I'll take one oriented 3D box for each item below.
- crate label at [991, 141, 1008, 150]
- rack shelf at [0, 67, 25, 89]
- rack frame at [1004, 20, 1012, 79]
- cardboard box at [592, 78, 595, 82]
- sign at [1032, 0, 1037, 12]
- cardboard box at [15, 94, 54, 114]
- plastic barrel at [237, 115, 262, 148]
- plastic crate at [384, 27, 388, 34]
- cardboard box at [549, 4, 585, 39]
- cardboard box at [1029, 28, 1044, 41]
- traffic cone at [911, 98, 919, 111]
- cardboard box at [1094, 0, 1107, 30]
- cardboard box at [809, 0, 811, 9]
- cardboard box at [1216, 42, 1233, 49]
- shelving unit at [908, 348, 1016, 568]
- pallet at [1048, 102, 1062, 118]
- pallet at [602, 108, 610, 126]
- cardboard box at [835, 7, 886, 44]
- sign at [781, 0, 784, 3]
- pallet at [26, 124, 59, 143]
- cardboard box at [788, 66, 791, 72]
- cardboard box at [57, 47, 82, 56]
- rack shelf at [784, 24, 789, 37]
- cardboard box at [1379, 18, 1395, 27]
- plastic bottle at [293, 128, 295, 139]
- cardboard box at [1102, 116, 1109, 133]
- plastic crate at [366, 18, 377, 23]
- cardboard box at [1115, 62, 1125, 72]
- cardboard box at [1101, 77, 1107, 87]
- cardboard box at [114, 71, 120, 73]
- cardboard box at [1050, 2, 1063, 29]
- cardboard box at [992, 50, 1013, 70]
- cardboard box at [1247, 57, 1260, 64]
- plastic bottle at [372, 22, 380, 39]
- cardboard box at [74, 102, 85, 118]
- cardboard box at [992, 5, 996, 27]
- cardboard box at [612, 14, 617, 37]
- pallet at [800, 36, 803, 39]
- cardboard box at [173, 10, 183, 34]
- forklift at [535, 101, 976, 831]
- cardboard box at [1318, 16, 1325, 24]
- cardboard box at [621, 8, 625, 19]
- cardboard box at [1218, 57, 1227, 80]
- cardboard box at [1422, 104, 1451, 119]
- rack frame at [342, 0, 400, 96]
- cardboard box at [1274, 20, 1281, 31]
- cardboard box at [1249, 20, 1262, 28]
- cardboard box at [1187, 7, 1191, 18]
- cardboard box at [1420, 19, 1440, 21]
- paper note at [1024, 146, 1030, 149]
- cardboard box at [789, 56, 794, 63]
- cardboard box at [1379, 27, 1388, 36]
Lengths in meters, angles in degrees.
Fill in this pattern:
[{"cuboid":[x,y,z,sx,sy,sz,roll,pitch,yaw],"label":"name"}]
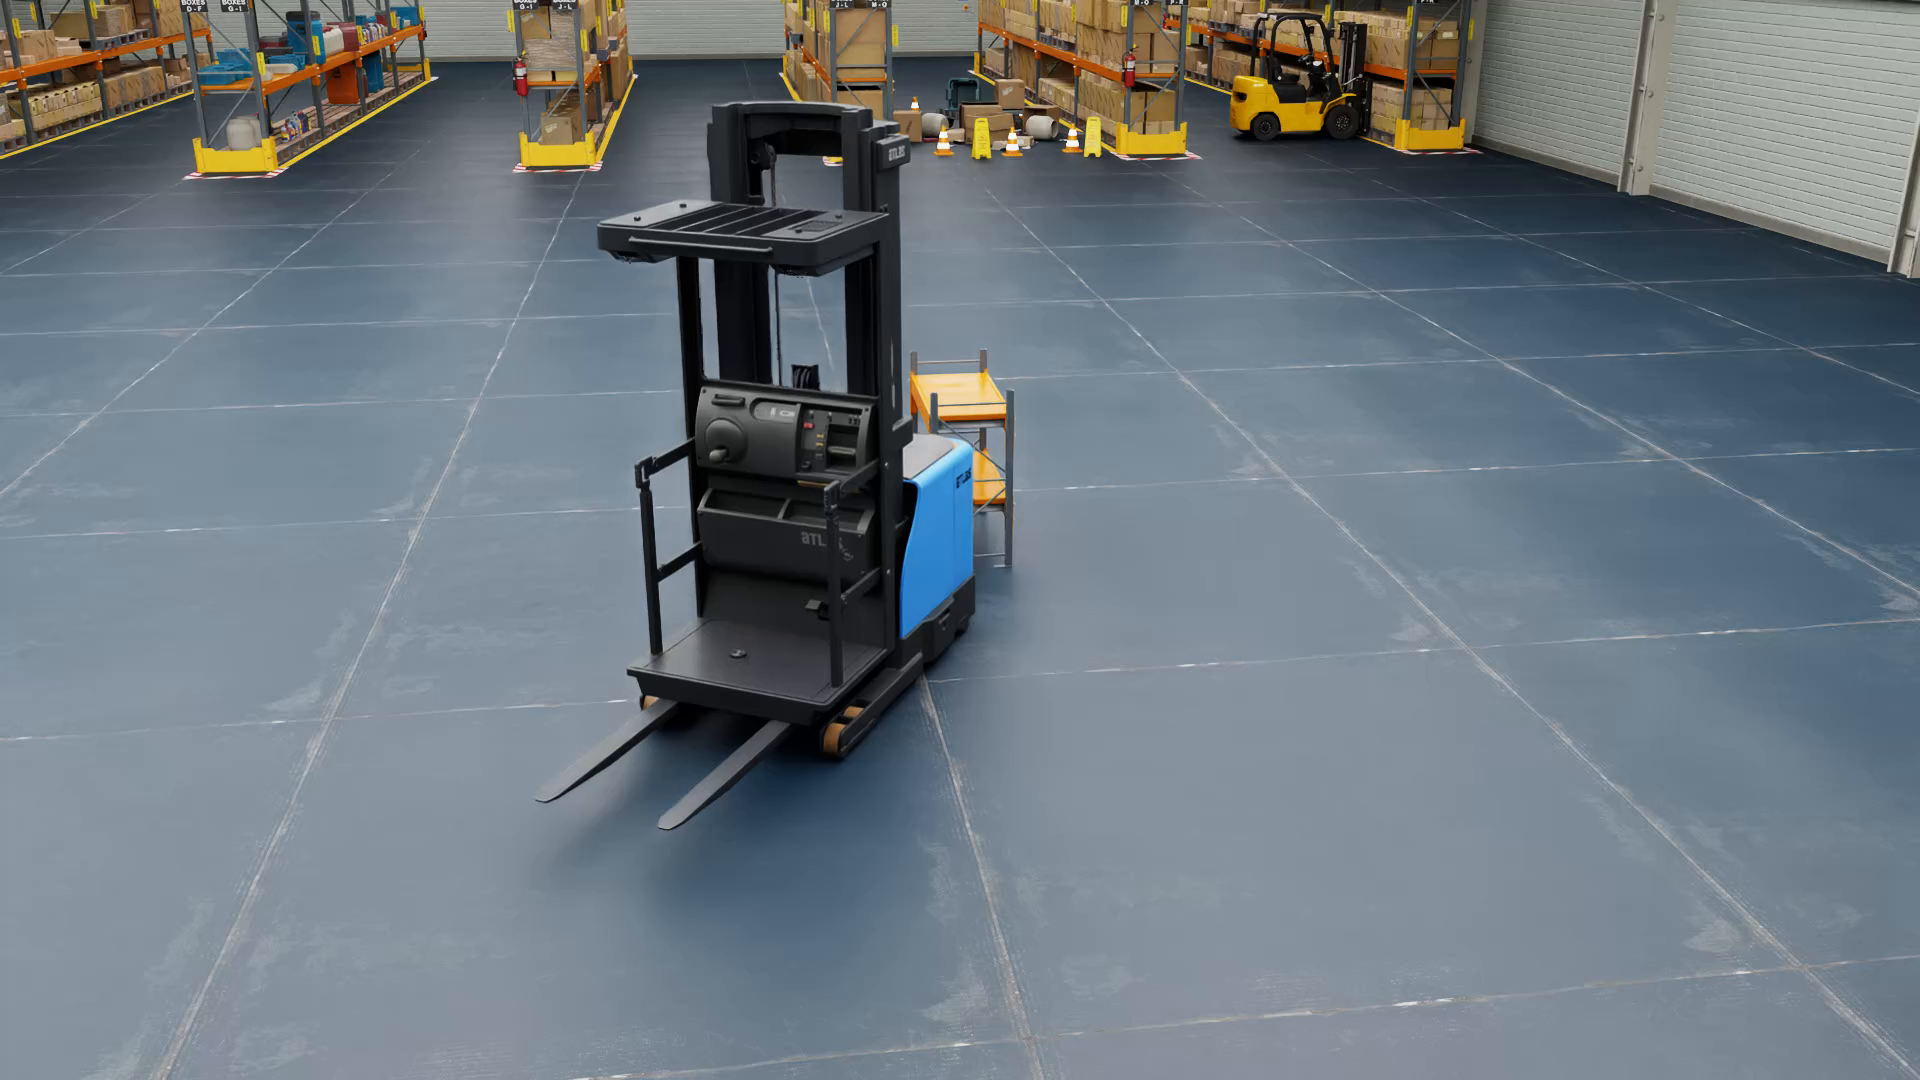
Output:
[{"cuboid":[0.714,-6.854,28.872,0.250,0.136,0.298,-15,25,-35],"label":"crate label"},{"cuboid":[-16.622,-7.373,27.199,1.077,0.370,4.000,-3,21,-8],"label":"rack shelf"},{"cuboid":[1.546,-12.171,39.016,1.000,3.000,0.127,-3,21,-8],"label":"rack frame"},{"cuboid":[-7.471,-9.259,33.091,0.500,0.250,0.500,-1,20,-2],"label":"cardboard box"},{"cuboid":[1.574,-11.299,35.027,0.100,0.325,0.005,-3,21,-8],"label":"sign"},{"cuboid":[-16.790,-7.903,30.118,0.500,0.311,0.500,-3,21,-8],"label":"cardboard box"},{"cuboid":[-11.674,-6.695,27.311,0.421,0.512,0.421,0,20,0],"label":"plastic barrel"},{"cuboid":[-13.087,-11.494,37.495,0.396,0.136,0.243,-3,21,-8],"label":"plastic crate"},{"cuboid":[-6.340,-8.375,26.856,0.500,0.500,0.500,-3,21,-8],"label":"cardboard box"},{"cuboid":[1.793,-10.878,35.768,0.500,0.250,0.500,-4,21,-10],"label":"cardboard box"},{"cuboid":[-0.883,-8.468,32.728,0.336,0.463,0.334,-3,21,-8],"label":"traffic cone"},{"cuboid":[2.746,-9.184,29.020,0.700,0.500,0.500,-3,21,-8],"label":"cardboard box"},{"cuboid":[-2.706,-10.861,33.936,0.700,0.500,0.500,-3,21,-8],"label":"cardboard box"},{"cuboid":[6.306,-11.757,39.527,0.380,0.149,0.250,-3,21,-9],"label":"cardboard box"},{"cuboid":[-0.001,-0.529,10.526,0.538,1.125,1.048,-3,21,-8],"label":"shelving unit"},{"cuboid":[2.407,-8.788,33.942,1.003,0.211,1.213,-3,21,-8],"label":"pallet"},{"cuboid":[-7.400,-8.288,32.604,1.003,0.211,1.213,-3,21,-8],"label":"pallet"},{"cuboid":[-1.623,-8.438,27.264,0.875,0.550,0.550,-3,21,-8],"label":"cardboard box"},{"cuboid":[-4.451,-13.649,41.737,0.100,0.325,0.005,-3,21,-8],"label":"sign"},{"cuboid":[-17.055,-7.350,30.093,1.003,0.211,1.213,-3,21,-8],"label":"pallet"},{"cuboid":[-4.065,-11.669,41.145,0.380,0.149,0.250,-3,21,-7],"label":"cardboard box"},{"cuboid":[-17.084,-9.373,31.883,0.380,0.149,0.250,-3,21,-8],"label":"cardboard box"},{"cuboid":[-3.626,-12.242,40.233,1.077,0.370,4.000,-3,21,-8],"label":"rack shelf"},{"cuboid":[7.687,-9.219,29.617,0.380,0.149,0.250,-2,21,-6],"label":"cardboard box"},{"cuboid":[-11.463,-6.993,28.522,0.097,0.201,0.097,0,20,0],"label":"plastic bottle"},{"cuboid":[2.827,-7.371,29.493,0.500,0.250,0.500,-3,21,-8],"label":"cardboard box"},{"cuboid":[-13.795,-12.094,38.963,0.416,0.233,0.300,-3,21,-8],"label":"plastic crate"},{"cuboid":[2.864,-8.099,28.473,0.380,0.149,0.250,-3,21,-8],"label":"cardboard box"},{"cuboid":[2.714,-8.146,29.571,0.380,0.149,0.250,-2,21,-5],"label":"cardboard box"},{"cuboid":[-18.082,-9.671,35.265,0.500,0.500,0.500,-3,21,-7],"label":"cardboard box"},{"cuboid":[2.124,-10.638,33.743,0.500,0.500,0.500,-3,21,-7],"label":"cardboard box"},{"cuboid":[1.304,-12.012,41.653,0.875,0.438,0.875,-2,21,-6],"label":"cardboard box"},{"cuboid":[6.648,-10.712,37.154,0.380,0.149,0.250,-4,21,-10],"label":"cardboard box"},{"cuboid":[-12.678,-11.032,36.038,0.144,0.351,0.185,-3,21,-8],"label":"plastic bottle"},{"cuboid":[-17.022,-8.174,31.644,0.500,0.250,0.500,-2,21,-7],"label":"cardboard box"},{"cuboid":[1.060,-12.717,40.334,0.500,0.500,0.500,-3,21,-9],"label":"cardboard box"},{"cuboid":[-7.776,-11.218,36.320,0.500,0.500,0.500,-3,21,-8],"label":"cardboard box"},{"cuboid":[-3.087,-11.095,36.409,1.003,0.211,1.213,-3,21,-8],"label":"pallet"},{"cuboid":[-18.014,-11.760,37.773,0.500,0.500,0.500,-3,21,-8],"label":"cardboard box"},{"cuboid":[-0.939,-0.501,7.868,1.130,2.935,3.031,8,22,21],"label":"forklift"},{"cuboid":[7.304,-10.286,32.900,0.380,0.149,0.250,-3,21,-8],"label":"cardboard box"},{"cuboid":[-8.432,-12.795,40.476,0.500,0.250,0.500,-3,21,-9],"label":"cardboard box"},{"cuboid":[6.391,-11.086,39.082,0.500,0.500,0.500,-3,21,-8],"label":"cardboard box"},{"cuboid":[8.325,-7.584,29.349,0.500,0.250,0.500,-3,21,-7],"label":"cardboard box"},{"cuboid":[-13.161,-11.421,37.009,1.000,3.000,0.127,-3,21,-8],"label":"rack frame"},{"cuboid":[6.928,-10.862,35.012,0.500,0.250,0.500,-2,21,-6],"label":"cardboard box"},{"cuboid":[6.560,-11.325,36.509,0.380,0.149,0.250,-3,21,-7],"label":"cardboard box"},{"cuboid":[5.924,-13.180,41.507,0.500,0.250,0.500,-3,21,-9],"label":"cardboard box"},{"cuboid":[8.294,-9.068,29.212,0.380,0.149,0.250,-3,21,-7],"label":"cardboard box"},{"cuboid":[1.170,-6.852,29.019,0.148,0.019,0.142,-11,23,-26],"label":"paper note"},{"cuboid":[-3.907,-11.584,40.069,0.380,0.149,0.250,-4,21,-10],"label":"cardboard box"},{"cuboid":[7.708,-9.081,29.672,0.380,0.149,0.250,-4,21,-10],"label":"cardboard box"}]
